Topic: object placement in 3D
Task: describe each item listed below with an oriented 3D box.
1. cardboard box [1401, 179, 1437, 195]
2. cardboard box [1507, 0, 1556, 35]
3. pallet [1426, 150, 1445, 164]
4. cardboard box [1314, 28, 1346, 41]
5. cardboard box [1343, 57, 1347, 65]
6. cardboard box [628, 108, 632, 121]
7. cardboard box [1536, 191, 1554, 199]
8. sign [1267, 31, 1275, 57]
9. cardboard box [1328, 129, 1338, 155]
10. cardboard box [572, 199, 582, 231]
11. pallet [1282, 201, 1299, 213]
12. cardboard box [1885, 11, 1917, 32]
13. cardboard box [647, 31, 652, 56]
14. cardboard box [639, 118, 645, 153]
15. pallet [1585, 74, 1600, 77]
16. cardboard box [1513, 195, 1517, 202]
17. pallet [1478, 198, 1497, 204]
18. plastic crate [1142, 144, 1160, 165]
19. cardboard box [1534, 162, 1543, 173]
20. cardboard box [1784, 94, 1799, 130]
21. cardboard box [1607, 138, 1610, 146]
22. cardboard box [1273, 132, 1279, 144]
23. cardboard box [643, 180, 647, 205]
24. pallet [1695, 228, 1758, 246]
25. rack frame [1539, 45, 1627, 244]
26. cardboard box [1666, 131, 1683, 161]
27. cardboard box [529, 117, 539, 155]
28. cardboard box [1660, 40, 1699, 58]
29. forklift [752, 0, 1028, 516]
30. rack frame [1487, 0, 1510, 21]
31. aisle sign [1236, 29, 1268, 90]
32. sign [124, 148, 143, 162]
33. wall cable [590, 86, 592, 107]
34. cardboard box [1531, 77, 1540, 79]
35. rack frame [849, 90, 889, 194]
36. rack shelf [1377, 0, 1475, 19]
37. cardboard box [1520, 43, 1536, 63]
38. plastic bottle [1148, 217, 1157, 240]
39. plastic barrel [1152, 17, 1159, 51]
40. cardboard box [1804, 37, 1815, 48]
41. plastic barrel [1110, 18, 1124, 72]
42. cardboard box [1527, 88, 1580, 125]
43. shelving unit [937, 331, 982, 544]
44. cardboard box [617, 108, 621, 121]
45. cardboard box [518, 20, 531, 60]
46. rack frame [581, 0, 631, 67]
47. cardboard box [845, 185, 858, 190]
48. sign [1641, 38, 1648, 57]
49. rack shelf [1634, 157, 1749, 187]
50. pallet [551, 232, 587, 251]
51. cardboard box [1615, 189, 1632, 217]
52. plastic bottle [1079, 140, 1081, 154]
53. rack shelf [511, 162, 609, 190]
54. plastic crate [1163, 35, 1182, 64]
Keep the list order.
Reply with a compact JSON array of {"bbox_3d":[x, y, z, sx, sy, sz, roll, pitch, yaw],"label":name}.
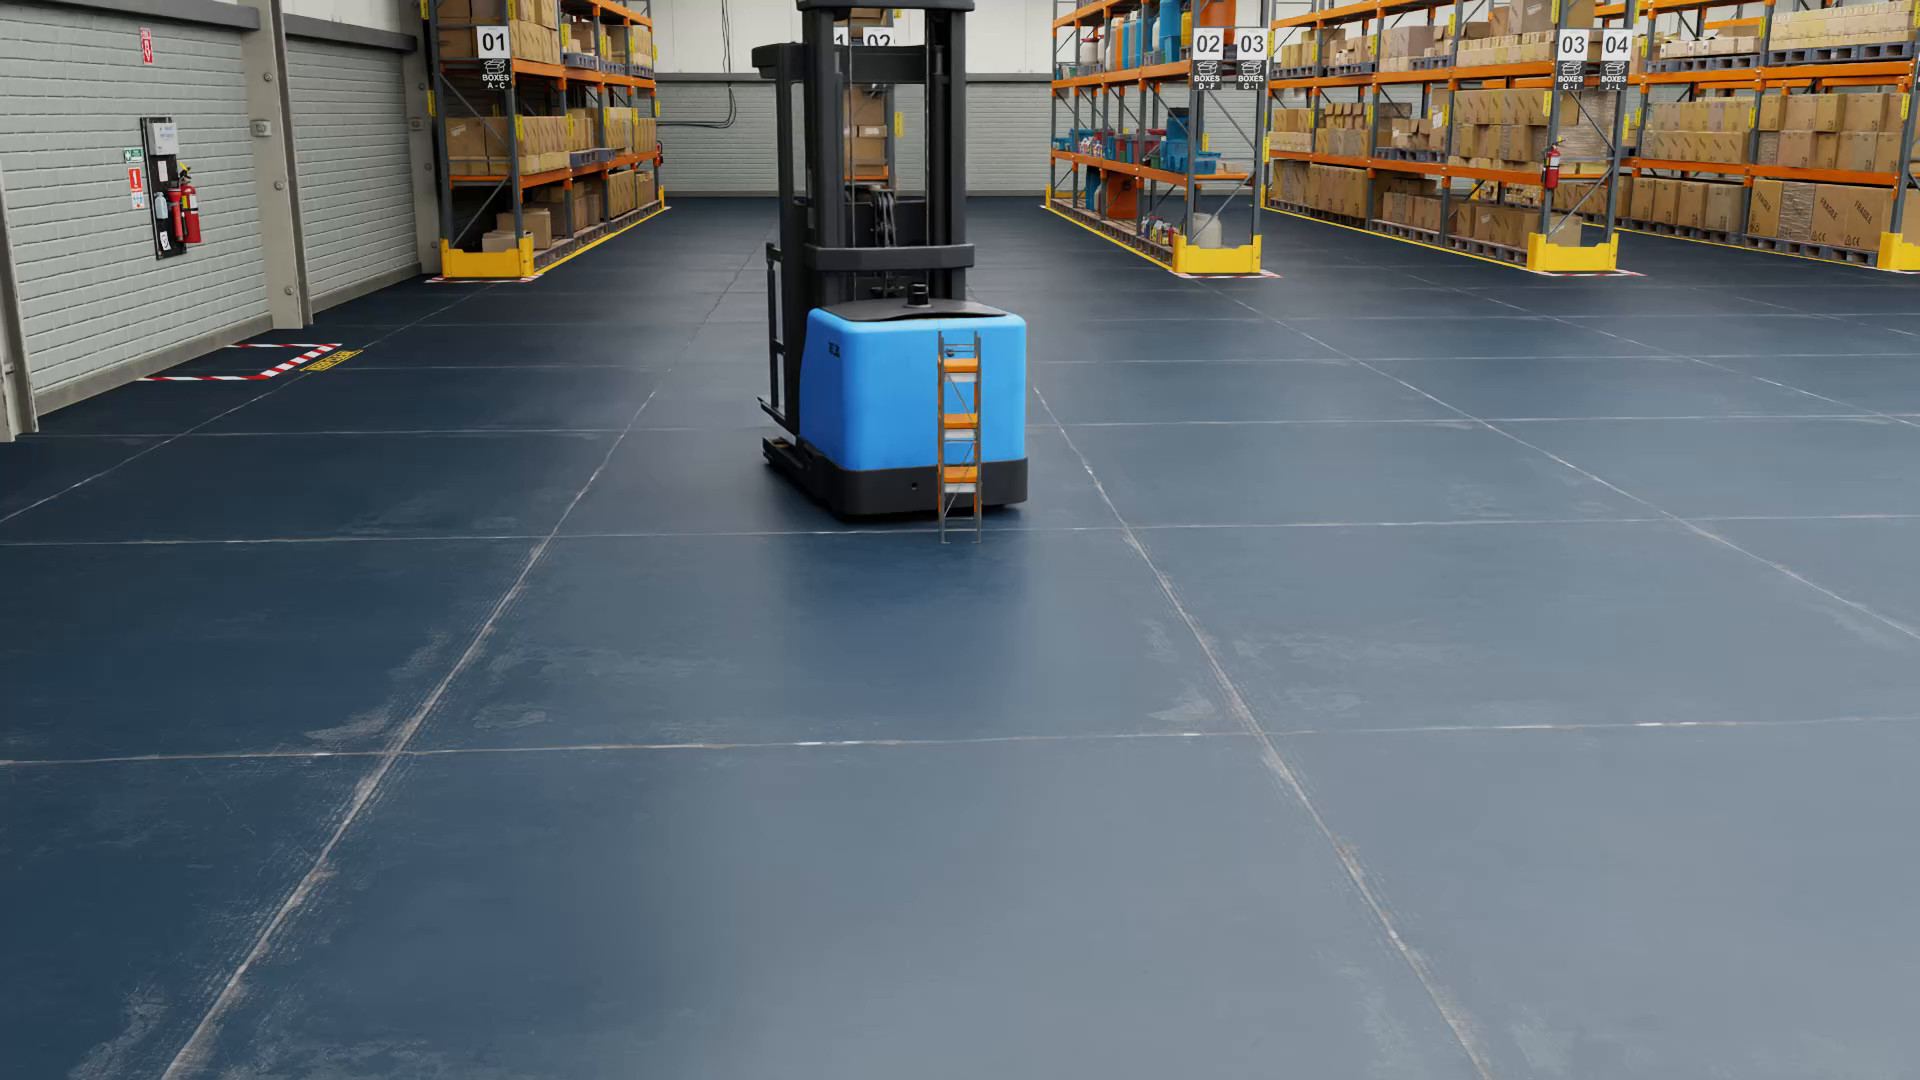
[{"bbox_3d":[8.136,-6.262,29.475,0.500,0.250,0.500,1,14,3],"label":"cardboard box"},{"bbox_3d":[8.168,-7.474,23.734,0.500,0.500,0.500,-1,14,-3],"label":"cardboard box"},{"bbox_3d":[8.367,-6.299,27.375,1.003,0.211,1.213,-1,14,-3],"label":"pallet"},{"bbox_3d":[7.721,-10.540,34.701,0.500,0.250,0.500,-2,15,-7],"label":"cardboard box"},{"bbox_3d":[7.716,-9.351,32.493,0.380,0.149,0.250,-1,15,-6],"label":"cardboard box"},{"bbox_3d":[-6.774,-8.413,32.863,0.500,0.250,0.500,-1,14,-2],"label":"cardboard box"},{"bbox_3d":[12.393,-7.281,35.087,0.380,0.149,0.250,-1,14,-2],"label":"cardboard box"},{"bbox_3d":[4.123,-6.593,22.094,0.100,0.325,0.005,-1,14,-3],"label":"sign"},{"bbox_3d":[7.615,-7.870,32.894,0.500,0.500,0.500,-1,14,-5],"label":"cardboard box"},{"bbox_3d":[-6.698,-5.411,27.671,0.700,0.500,0.500,-1,14,-3],"label":"cardboard box"},{"bbox_3d":[7.726,-7.334,36.605,1.003,0.211,1.213,-1,14,-3],"label":"pallet"},{"bbox_3d":[13.164,-7.150,22.936,0.500,0.250,0.500,-1,14,-3],"label":"cardboard box"},{"bbox_3d":[-6.988,-10.772,36.106,0.500,0.500,0.500,-1,14,-4],"label":"cardboard box"},{"bbox_3d":[-7.115,-8.422,34.638,0.980,0.700,0.700,-1,14,-5],"label":"cardboard box"},{"bbox_3d":[12.729,-9.190,32.580,1.213,0.211,1.003,-1,14,-3],"label":"pallet"},{"bbox_3d":[12.352,-7.479,36.454,0.380,0.149,0.250,-1,14,-2],"label":"cardboard box"},{"bbox_3d":[12.502,-7.664,37.889,1.003,0.211,1.213,-1,14,-3],"label":"pallet"},{"bbox_3d":[3.231,-5.961,25.800,0.767,0.338,0.504,-1,14,-3],"label":"plastic crate"},{"bbox_3d":[8.278,-5.213,23.273,0.380,0.149,0.250,-1,14,-3],"label":"cardboard box"},{"bbox_3d":[13.364,-6.620,25.767,0.875,0.550,0.550,-1,14,-3],"label":"cardboard box"},{"bbox_3d":[12.458,-7.569,31.587,0.380,0.149,0.250,-1,14,-2],"label":"cardboard box"},{"bbox_3d":[7.325,-9.003,37.202,0.500,0.250,0.500,-1,14,-4],"label":"cardboard box"},{"bbox_3d":[-7.060,-7.393,35.415,0.700,0.500,0.500,-1,14,-2],"label":"cardboard box"},{"bbox_3d":[13.103,-5.092,27.892,1.003,0.211,1.213,-1,14,-3],"label":"pallet"},{"bbox_3d":[8.517,-5.205,22.737,1.000,3.000,0.127,-1,14,-3],"label":"rack frame"},{"bbox_3d":[12.801,-6.927,29.228,0.500,0.500,0.500,-1,14,-3],"label":"cardboard box"},{"bbox_3d":[-6.065,-5.522,22.726,0.500,0.500,0.500,-1,14,-3],"label":"cardboard box"},{"bbox_3d":[12.803,-8.724,29.529,0.500,0.311,0.500,-1,14,-3],"label":"cardboard box"},{"bbox_3d":[-0.590,-1.871,9.916,1.130,2.935,3.031,-5,15,-18],"label":"forklift"},{"bbox_3d":[12.482,-12.141,37.655,1.000,3.000,0.127,-1,14,-3],"label":"rack frame"},{"bbox_3d":[3.870,-6.374,22.064,0.394,0.787,0.004,-1,14,-3],"label":"aisle sign"},{"bbox_3d":[-6.795,-3.165,13.673,0.001,0.109,0.331,-1,14,-3],"label":"sign"},{"bbox_3d":[-8.329,-9.751,38.365,0.084,1.984,1.851,-1,14,-3],"label":"wall cable"},{"bbox_3d":[12.411,-9.863,35.122,0.500,0.250,0.500,-1,14,-4],"label":"cardboard box"},{"bbox_3d":[-1.619,-6.048,26.012,1.000,3.000,0.127,-1,14,-3],"label":"rack frame"},{"bbox_3d":[8.145,-9.061,27.928,1.077,0.370,4.000,-1,14,-3],"label":"rack shelf"},{"bbox_3d":[8.200,-6.825,23.315,0.500,0.250,0.500,-1,14,-3],"label":"cardboard box"},{"bbox_3d":[2.973,-4.800,25.594,0.144,0.351,0.185,-1,15,-6],"label":"plastic bottle"},{"bbox_3d":[3.156,-7.724,25.438,0.421,0.512,0.421,0,14,0],"label":"plastic barrel"},{"bbox_3d":[12.974,-7.485,25.040,0.380,0.149,0.250,-1,14,-4],"label":"cardboard box"},{"bbox_3d":[2.912,-8.606,28.929,0.600,0.901,0.600,0,14,0],"label":"plastic barrel"},{"bbox_3d":[8.236,-6.015,23.080,0.500,0.500,0.500,-1,14,-3],"label":"cardboard box"},{"bbox_3d":[-0.003,-0.522,8.447,0.215,1.050,0.252,-1,14,-3],"label":"shelving unit"},{"bbox_3d":[-6.688,-8.032,31.382,0.500,0.250,0.500,-1,14,-5],"label":"cardboard box"},{"bbox_3d":[-6.084,-6.708,22.316,0.500,0.500,0.500,0,14,0],"label":"cardboard box"},{"bbox_3d":[-7.058,-10.866,32.697,1.000,3.000,0.127,-1,14,-3],"label":"rack frame"},{"bbox_3d":[-2.166,-6.651,30.986,0.500,0.250,0.500,0,14,-1],"label":"cardboard box"},{"bbox_3d":[12.436,-8.941,30.201,0.100,0.325,0.005,-1,14,-3],"label":"sign"},{"bbox_3d":[13.102,-6.400,28.826,1.077,0.370,4.000,-1,14,-3],"label":"rack shelf"},{"bbox_3d":[-6.612,-4.814,26.812,1.003,0.211,1.213,-1,14,-3],"label":"pallet"},{"bbox_3d":[12.676,-6.399,31.549,0.500,0.500,0.500,-1,14,-4],"label":"cardboard box"},{"bbox_3d":[2.435,-7.926,33.544,0.061,0.283,0.133,-1,14,-3],"label":"plastic bottle"},{"bbox_3d":[-6.686,-6.120,27.734,1.077,0.370,4.000,-1,14,-3],"label":"rack shelf"},{"bbox_3d":[3.155,-7.043,23.893,0.392,0.384,0.575,-1,14,-3],"label":"plastic crate"}]
